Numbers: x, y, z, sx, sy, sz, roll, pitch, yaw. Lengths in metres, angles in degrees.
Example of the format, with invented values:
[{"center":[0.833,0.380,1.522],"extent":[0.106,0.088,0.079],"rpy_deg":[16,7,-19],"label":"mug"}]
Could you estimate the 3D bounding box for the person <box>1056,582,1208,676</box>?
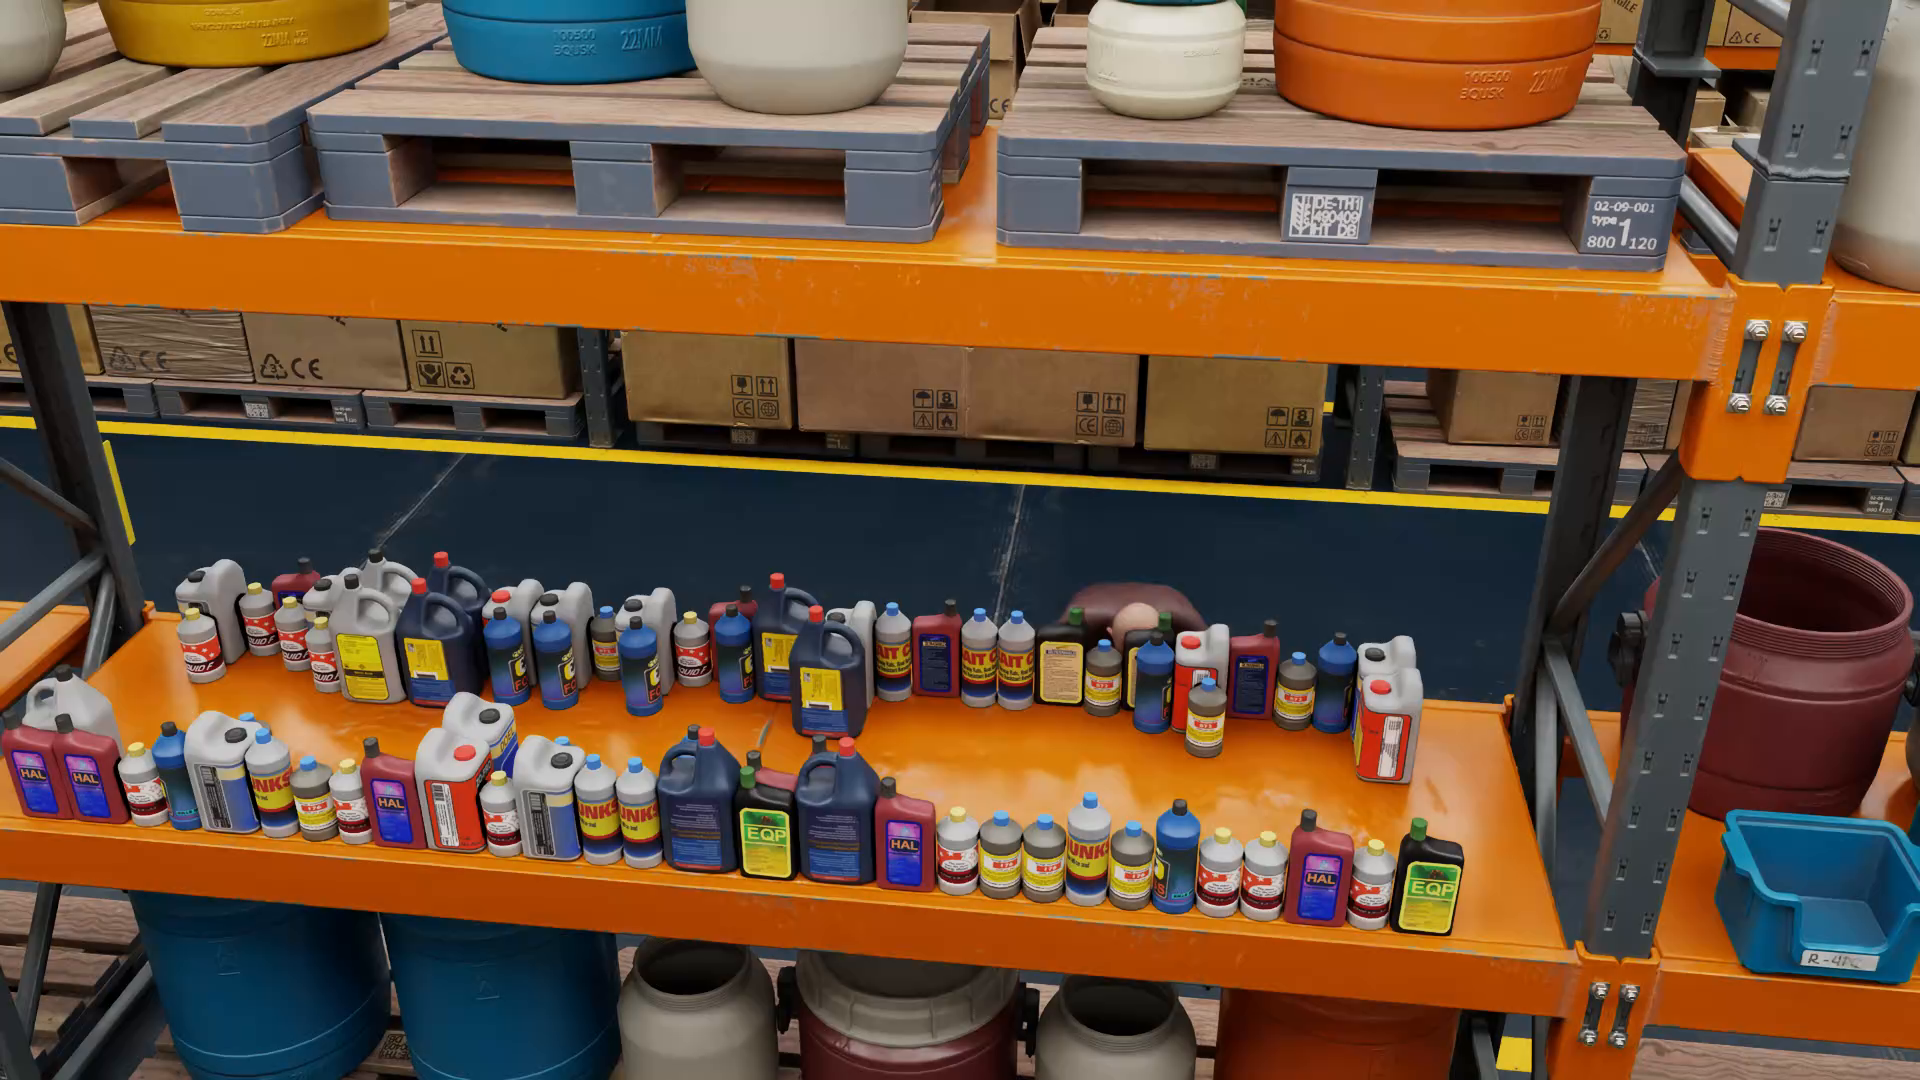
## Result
[{"center":[0.573,0.542,5.872],"extent":[0.614,1.072,0.880],"rpy_deg":[3,28,6],"label":"person"}]
